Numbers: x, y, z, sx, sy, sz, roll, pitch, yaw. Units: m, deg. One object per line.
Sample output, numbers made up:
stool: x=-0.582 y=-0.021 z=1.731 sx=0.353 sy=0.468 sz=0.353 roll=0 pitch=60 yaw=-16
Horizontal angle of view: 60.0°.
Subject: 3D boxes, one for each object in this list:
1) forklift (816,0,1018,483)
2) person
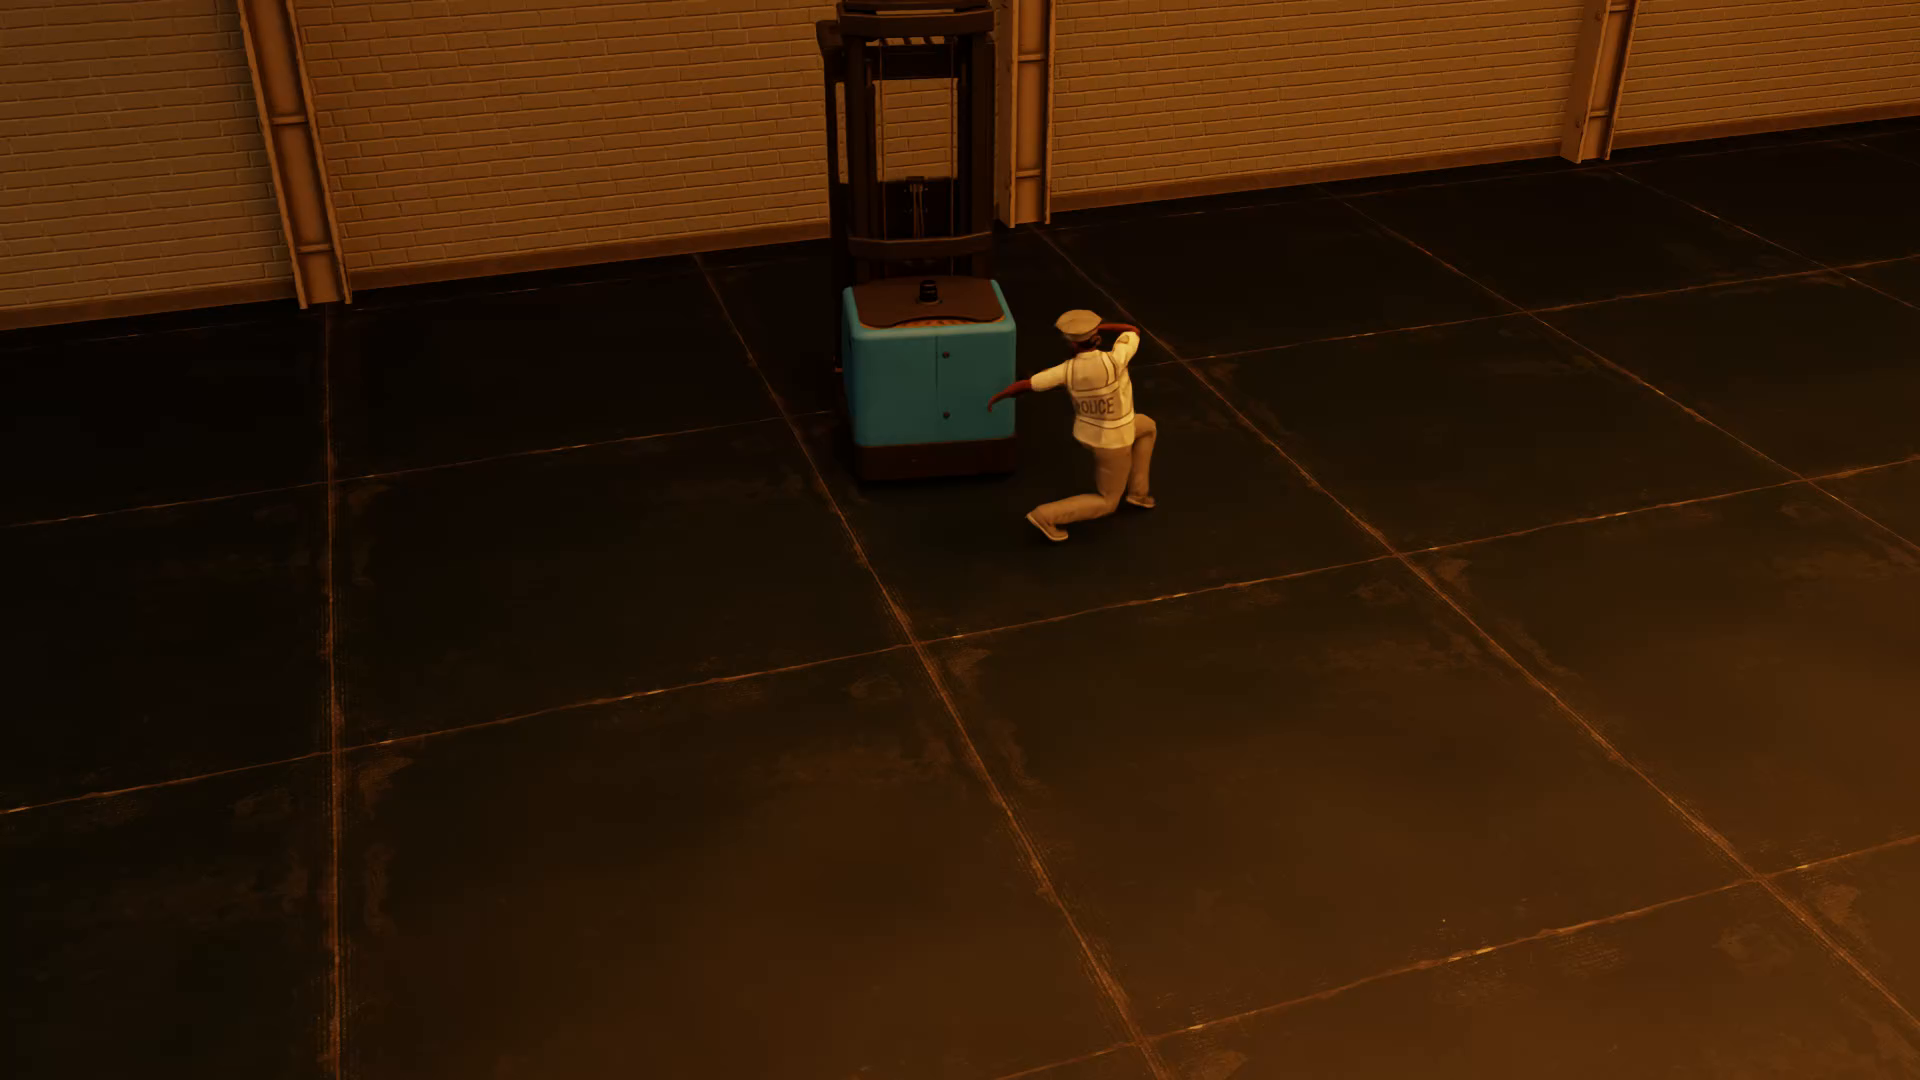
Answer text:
forklift: x=-0.349 y=-2.347 z=11.167 sx=1.130 sy=2.935 sz=3.031 roll=-4 pitch=30 yaw=-7
person: x=0.760 y=-0.732 z=9.942 sx=0.942 sy=1.409 sz=0.769 roll=-24 pitch=38 yaw=-35
